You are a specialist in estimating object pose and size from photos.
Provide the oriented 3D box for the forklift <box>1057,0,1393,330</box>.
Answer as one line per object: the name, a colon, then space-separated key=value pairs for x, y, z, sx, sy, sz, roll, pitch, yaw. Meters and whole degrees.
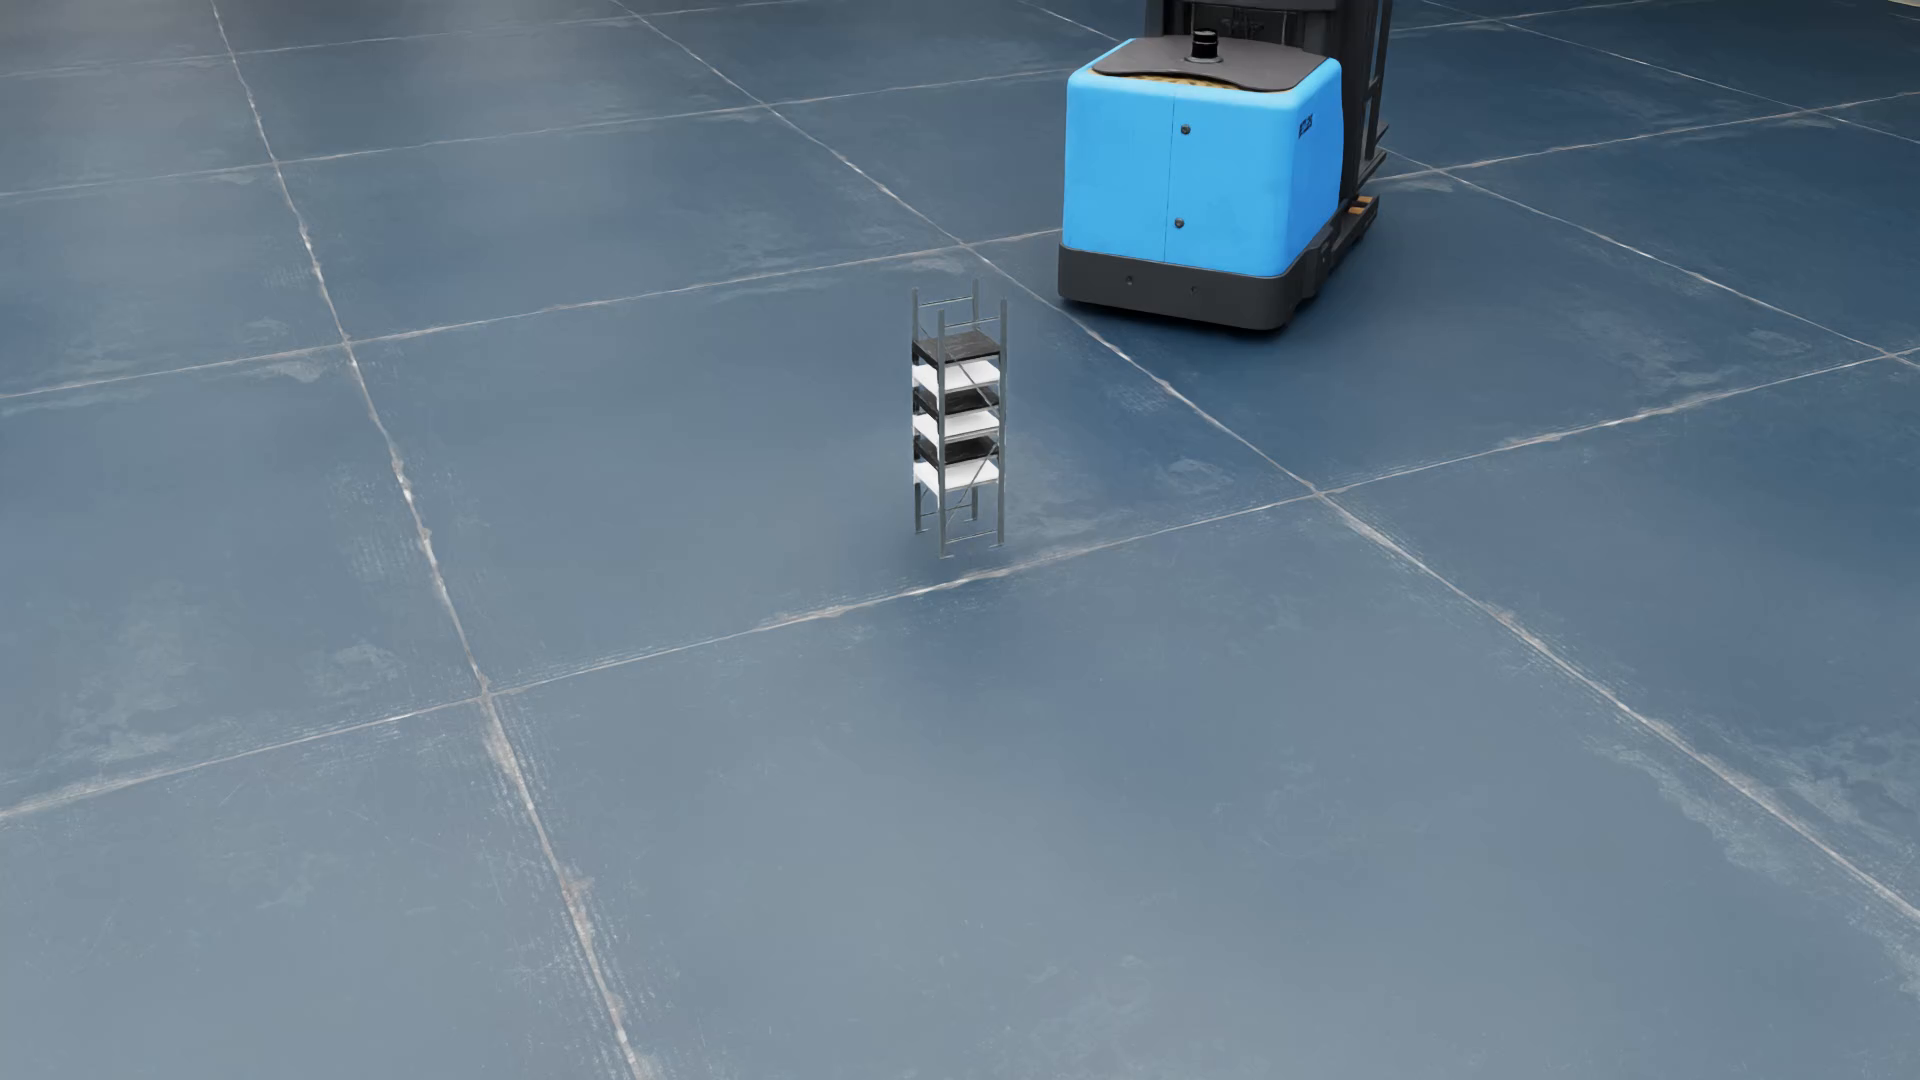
forklift: x=1.525 y=-2.890 z=7.907 sx=1.130 sy=2.935 sz=3.031 roll=13 pitch=32 yaw=21

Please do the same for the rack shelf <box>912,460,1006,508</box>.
rack shelf: x=-0.003 y=-0.210 z=5.641 sx=0.258 sy=0.077 sz=0.200 roll=-13 pitch=32 yaw=-22

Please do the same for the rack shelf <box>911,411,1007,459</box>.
rack shelf: x=-0.003 y=-0.367 z=5.553 sx=0.258 sy=0.077 sz=0.200 roll=-13 pitch=32 yaw=-22

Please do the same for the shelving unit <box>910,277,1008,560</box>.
shelving unit: x=-0.003 y=-0.396 z=5.536 sx=0.258 sy=0.900 sz=0.210 roll=-13 pitch=32 yaw=-22

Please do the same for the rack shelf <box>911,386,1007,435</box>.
rack shelf: x=-0.003 y=-0.446 z=5.509 sx=0.258 sy=0.077 sz=0.200 roll=-13 pitch=32 yaw=-22

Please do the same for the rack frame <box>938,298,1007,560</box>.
rack frame: x=0.040 y=-0.351 z=5.456 sx=0.240 sy=0.900 sz=0.006 roll=-13 pitch=32 yaw=-22

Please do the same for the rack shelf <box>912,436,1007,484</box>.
rack shelf: x=-0.003 y=-0.289 z=5.597 sx=0.258 sy=0.077 sz=0.200 roll=-13 pitch=32 yaw=-22

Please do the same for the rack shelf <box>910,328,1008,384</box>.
rack shelf: x=-0.003 y=-0.603 z=5.421 sx=0.258 sy=0.077 sz=0.200 roll=-13 pitch=32 yaw=-22

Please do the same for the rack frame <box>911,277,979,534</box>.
rack frame: x=-0.047 y=-0.441 z=5.616 sx=0.240 sy=0.900 sz=0.006 roll=-13 pitch=32 yaw=-22

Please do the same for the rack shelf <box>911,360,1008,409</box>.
rack shelf: x=-0.003 y=-0.524 z=5.465 sx=0.258 sy=0.077 sz=0.200 roll=-13 pitch=32 yaw=-22
